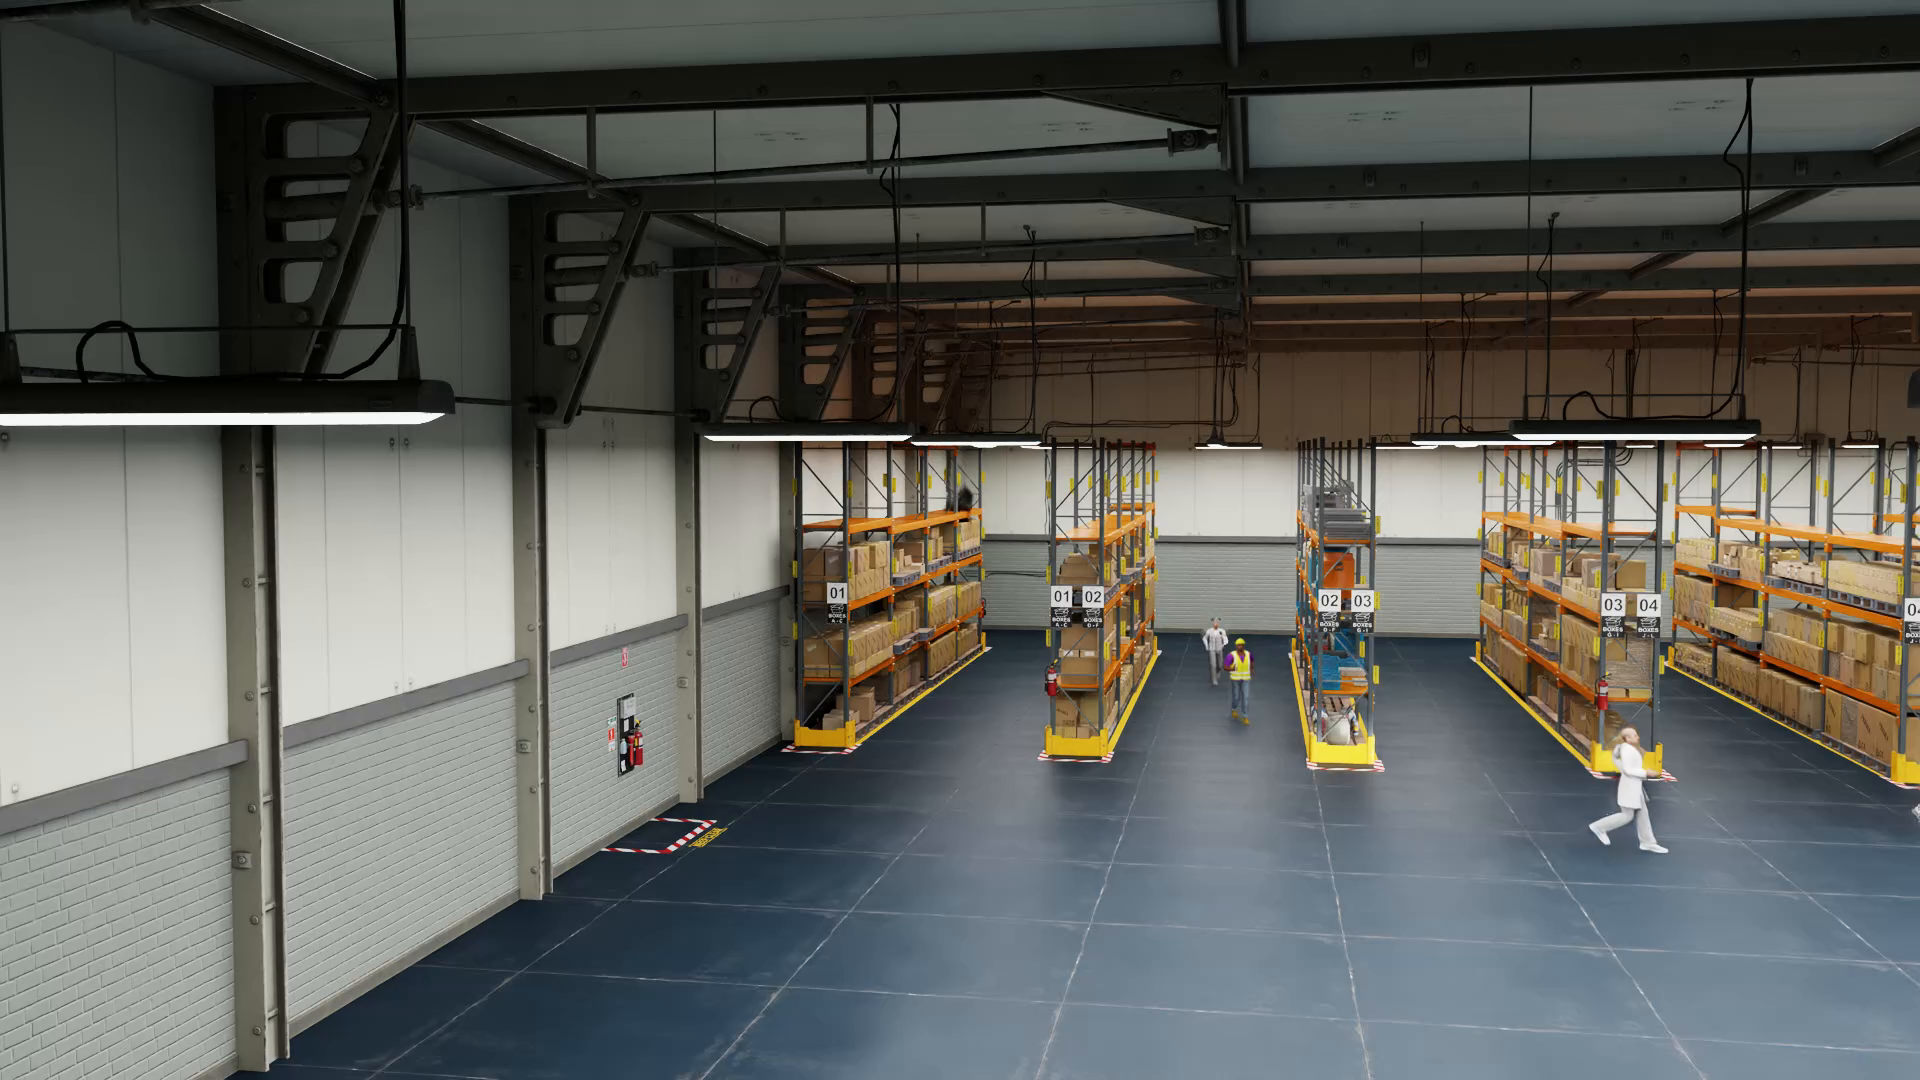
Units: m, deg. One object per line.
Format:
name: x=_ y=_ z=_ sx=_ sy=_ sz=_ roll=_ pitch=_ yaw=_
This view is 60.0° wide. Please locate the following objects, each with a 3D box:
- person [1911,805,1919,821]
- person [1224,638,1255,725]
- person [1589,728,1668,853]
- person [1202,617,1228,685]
person: x=14.706 y=3.512 z=24.713 sx=0.947 sy=1.770 sz=0.655 roll=3 pitch=4 yaw=44
person: x=5.904 y=2.957 z=35.050 sx=0.695 sy=1.771 sz=0.962 roll=0 pitch=3 yaw=-2
person: x=9.550 y=3.557 z=23.724 sx=1.047 sy=1.768 sz=0.708 roll=1 pitch=3 yaw=25
person: x=6.302 y=2.721 z=41.034 sx=0.623 sy=1.656 sz=0.716 roll=0 pitch=3 yaw=4
